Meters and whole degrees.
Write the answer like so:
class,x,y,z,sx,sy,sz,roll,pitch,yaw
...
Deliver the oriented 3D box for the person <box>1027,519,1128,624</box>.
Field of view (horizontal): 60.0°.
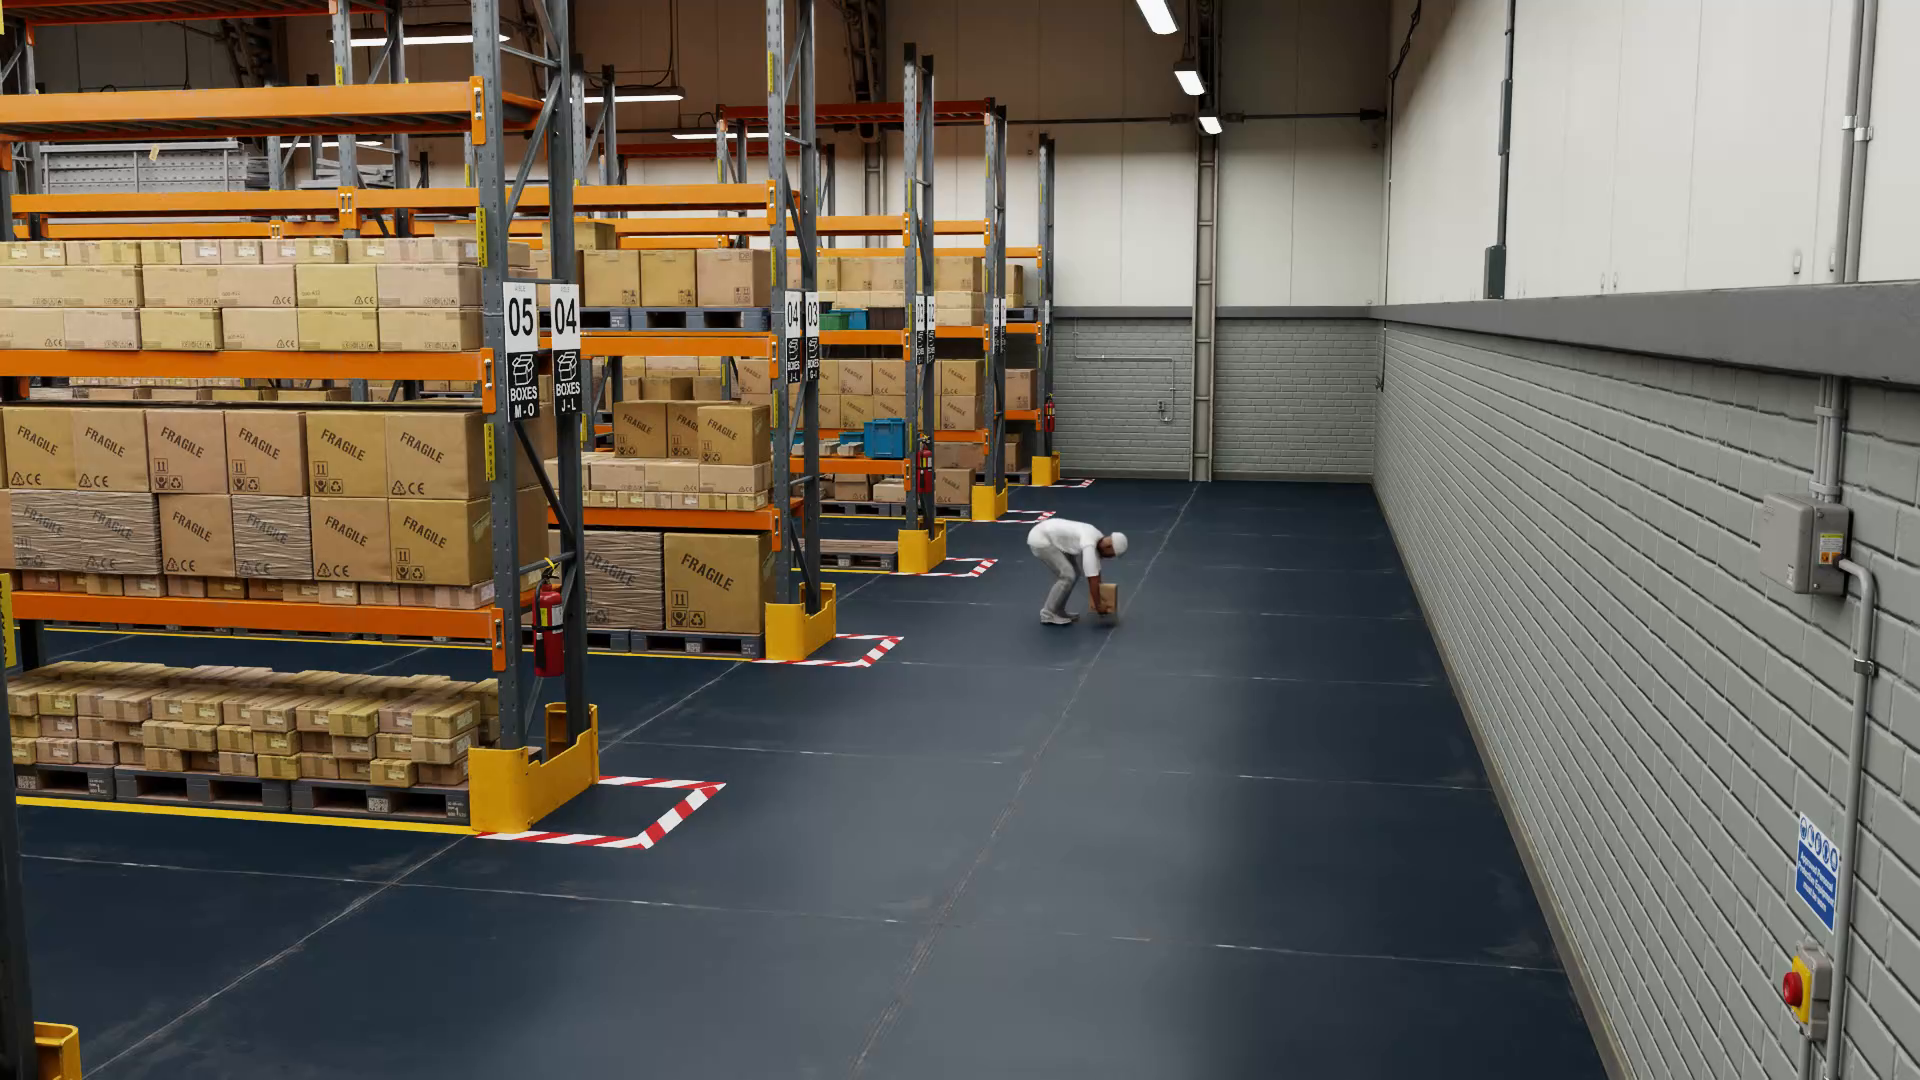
class,x,y,z,sx,sy,sz,roll,pitch,yaw
person,1.148,0.299,16.273,0.977,1.019,0.497,1,8,8
